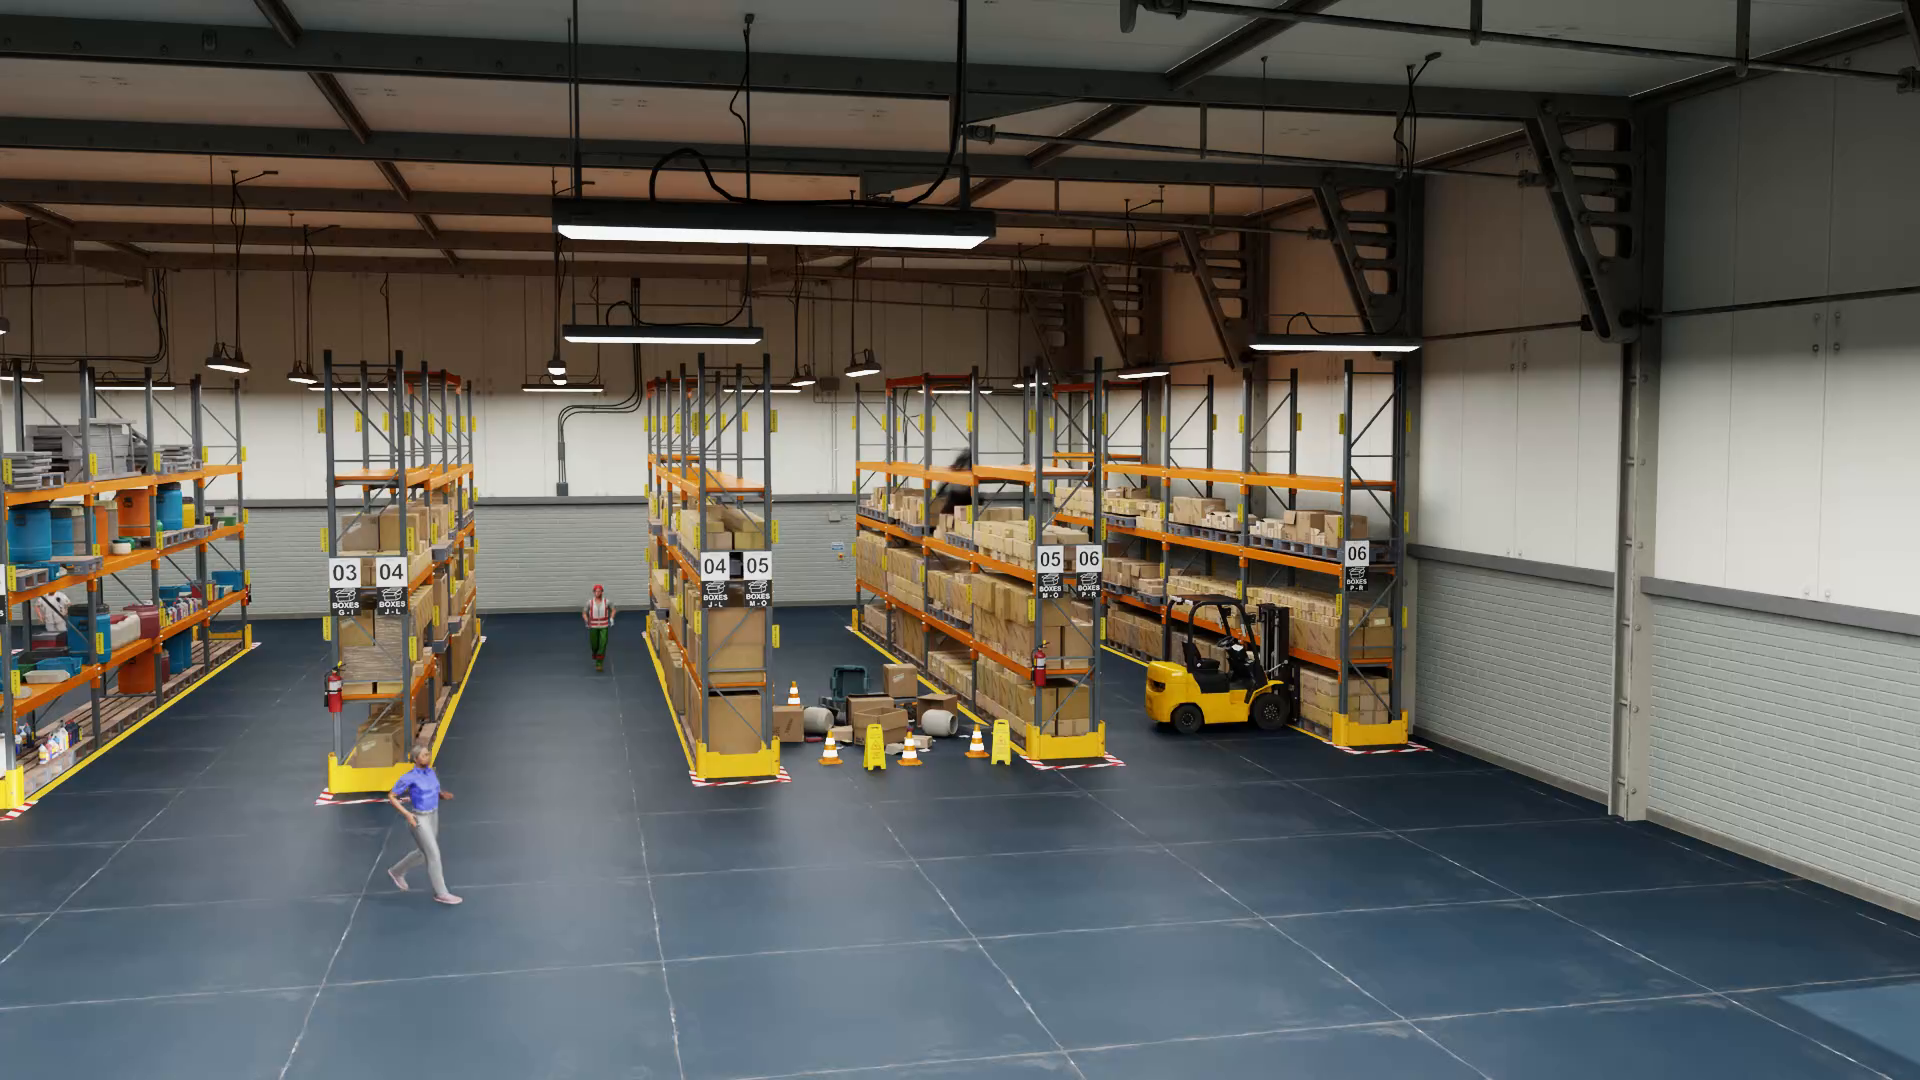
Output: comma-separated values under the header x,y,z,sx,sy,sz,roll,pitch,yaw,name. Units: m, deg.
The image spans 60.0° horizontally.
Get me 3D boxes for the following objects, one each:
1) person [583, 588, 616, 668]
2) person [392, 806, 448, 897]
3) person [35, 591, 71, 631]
x,y,z,sx,sy,sz,roll,pitch,yaw,name
-7.354,1.778,33.948,0.670,1.643,0.616,-1,4,-14,person
-5.671,3.240,17.420,0.746,0.927,0.375,1,4,15,person
-19.092,1.690,35.007,0.712,1.592,0.577,-2,4,-23,person
